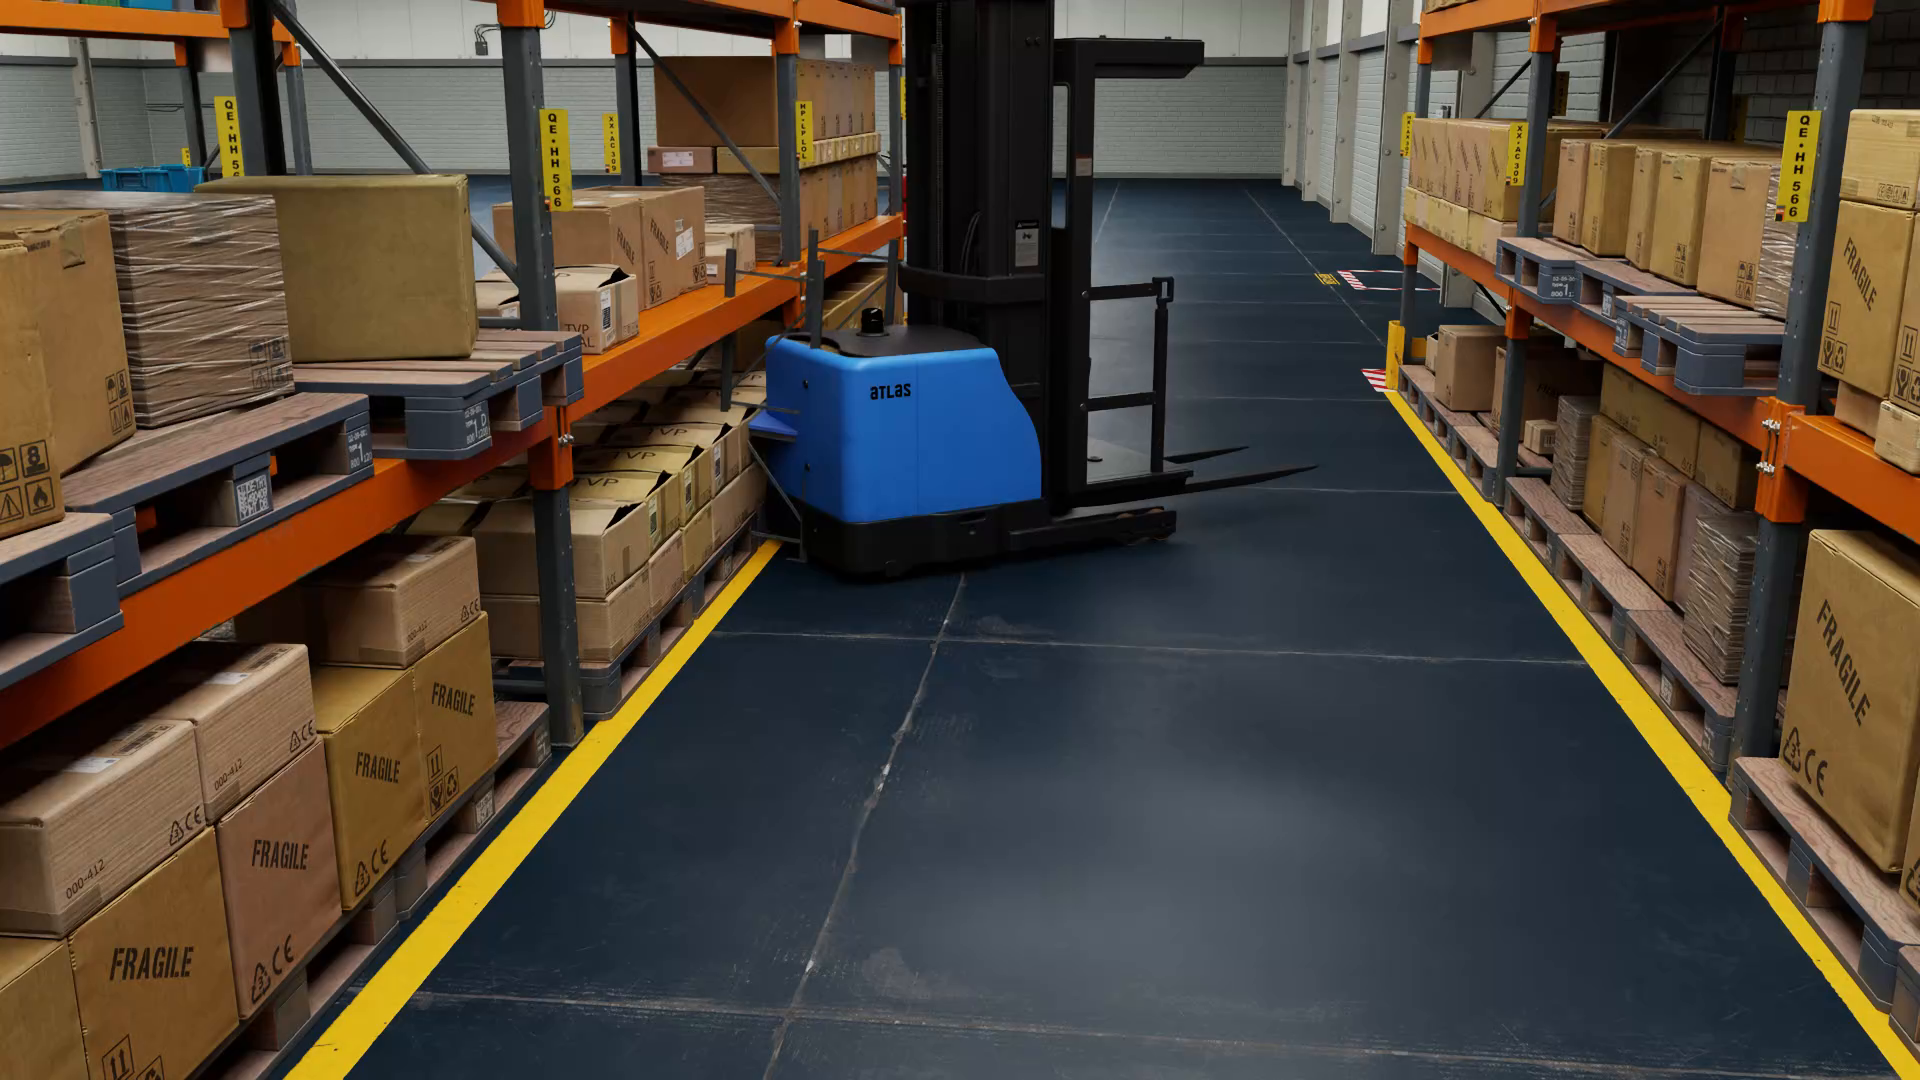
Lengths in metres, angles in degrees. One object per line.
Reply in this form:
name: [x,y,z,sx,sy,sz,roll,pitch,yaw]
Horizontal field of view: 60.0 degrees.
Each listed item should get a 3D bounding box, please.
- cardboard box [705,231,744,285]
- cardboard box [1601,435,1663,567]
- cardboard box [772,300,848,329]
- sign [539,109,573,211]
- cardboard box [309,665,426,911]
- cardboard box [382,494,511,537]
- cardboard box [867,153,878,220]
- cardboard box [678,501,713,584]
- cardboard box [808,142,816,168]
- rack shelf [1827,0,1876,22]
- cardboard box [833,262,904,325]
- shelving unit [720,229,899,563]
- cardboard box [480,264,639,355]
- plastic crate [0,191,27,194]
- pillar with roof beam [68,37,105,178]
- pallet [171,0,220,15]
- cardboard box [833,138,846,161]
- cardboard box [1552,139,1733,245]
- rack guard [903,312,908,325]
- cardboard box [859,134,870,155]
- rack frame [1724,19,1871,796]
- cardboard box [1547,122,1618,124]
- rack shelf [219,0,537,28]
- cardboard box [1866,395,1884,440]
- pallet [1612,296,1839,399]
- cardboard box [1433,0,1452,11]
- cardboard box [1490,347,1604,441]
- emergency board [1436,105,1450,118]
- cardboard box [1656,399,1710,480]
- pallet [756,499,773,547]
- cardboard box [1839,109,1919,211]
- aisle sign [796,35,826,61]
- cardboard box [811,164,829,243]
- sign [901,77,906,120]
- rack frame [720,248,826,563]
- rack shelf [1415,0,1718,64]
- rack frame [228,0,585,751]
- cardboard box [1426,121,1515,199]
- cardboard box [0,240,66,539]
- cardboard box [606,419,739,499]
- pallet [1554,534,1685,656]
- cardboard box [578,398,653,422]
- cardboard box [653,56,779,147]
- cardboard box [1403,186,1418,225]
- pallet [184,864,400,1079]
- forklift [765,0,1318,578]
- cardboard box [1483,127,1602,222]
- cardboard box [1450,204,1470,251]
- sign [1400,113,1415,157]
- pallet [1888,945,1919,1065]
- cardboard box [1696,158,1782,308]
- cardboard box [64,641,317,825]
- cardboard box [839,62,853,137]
cardboard box: [-1.327,-1.471,8.614,0.396,0.266,0.258,1,15,5]
cardboard box: [3.339,-0.172,7.498,0.700,0.500,0.500,2,15,7]
cardboard box: [-0.998,-1.248,10.557,0.500,0.500,0.500,2,15,6]
sign: [-1.322,-1.239,5.432,0.100,0.325,0.005,2,15,6]
cardboard box: [-1.793,0.646,4.473,0.500,0.500,0.500,1,15,4]
cardboard box: [-2.047,-0.021,6.383,0.500,0.311,0.500,2,15,8]
cardboard box: [-1.025,-2.734,12.837,0.700,0.500,0.500,2,15,6]
cardboard box: [-1.402,0.000,7.379,0.500,0.250,0.500,1,15,5]
cardboard box: [-1.104,-2.395,10.338,0.380,0.149,0.250,2,15,6]
rack shelf: [2.835,-1.169,2.871,1.077,0.370,4.000,2,15,6]
cardboard box: [-0.724,-1.896,12.955,0.500,0.500,0.500,2,15,6]
shelving unit: [-0.777,-0.772,8.564,0.538,1.500,1.048,10,18,16]
cardboard box: [-1.568,-0.915,6.471,0.500,0.311,0.500,2,15,6]
plastic crate: [-6.146,-2.018,10.499,0.767,0.338,0.504,2,15,6]
pillar with roof beam: [-18.892,-13.933,42.949,9.100,9.000,0.400,2,15,6]
pallet: [-6.071,-4.099,12.689,1.003,0.211,1.213,2,15,6]
cardboard box: [-0.986,-2.661,11.323,0.380,0.149,0.250,1,15,5]
cardboard box: [3.421,-1.754,8.368,0.700,0.500,0.500,2,15,6]
rack guard: [-0.956,-1.606,13.645,1.175,0.500,0.348,2,15,6]
cardboard box: [-0.870,-2.929,12.315,0.380,0.149,0.250,1,15,5]
rack frame: [3.061,-0.587,5.087,1.000,3.000,0.127,2,15,6]
cardboard box: [3.944,-2.438,10.743,0.500,0.500,0.500,2,15,7]
rack shelf: [-2.088,-1.314,3.407,1.077,0.370,4.000,2,15,6]
cardboard box: [2.756,-0.332,4.586,0.380,0.149,0.250,2,15,7]
pallet: [3.035,-0.682,5.807,1.213,0.211,1.003,2,15,6]
cardboard box: [3.581,-3.950,11.548,0.500,0.500,0.500,3,15,10]
cardboard box: [3.589,-0.901,10.192,0.500,0.500,0.500,1,15,2]
emergency board: [5.738,-4.651,20.116,0.194,1.169,0.643,2,15,6]
cardboard box: [3.270,-0.423,6.988,0.500,0.250,0.500,2,15,6]
pallet: [-1.455,-0.231,9.112,1.003,0.211,1.213,2,15,6]
cardboard box: [2.750,-1.033,4.499,0.500,0.250,0.500,2,15,8]
aisle sign: [-1.256,-4.088,13.053,0.394,0.787,0.004,2,15,6]
cardboard box: [-1.253,-2.200,10.860,0.700,0.500,0.500,2,15,7]
sign: [-0.422,-3.461,13.042,0.100,0.325,0.005,2,15,6]
rack frame: [-0.933,-0.639,8.099,0.500,1.500,0.032,10,18,16]
rack shelf: [3.738,-3.244,10.544,1.077,0.370,4.000,2,15,6]
rack frame: [-1.862,-0.732,5.623,1.000,3.000,0.127,2,15,6]
cardboard box: [3.481,-2.585,11.286,0.500,0.500,0.500,1,15,4]
cardboard box: [-2.023,-0.242,2.815,0.700,0.500,0.500,4,16,15]
cardboard box: [-1.343,-0.407,7.811,0.500,0.311,0.500,2,15,6]
pallet: [3.290,0.241,7.367,1.003,0.211,1.213,2,15,6]
cardboard box: [-1.824,-0.552,8.345,0.500,0.311,0.500,1,15,4]
cardboard box: [-1.367,-2.559,9.703,0.700,0.500,0.500,2,15,7]
cardboard box: [3.593,-2.482,12.344,0.500,0.250,0.500,1,15,5]
pallet: [-2.124,1.122,4.108,1.003,0.211,1.213,2,15,6]
forklift: [0.540,-1.496,8.579,3.031,2.935,1.130,-9,17,-29]
cardboard box: [3.258,-2.056,9.330,0.500,0.500,0.500,2,15,6]
cardboard box: [3.370,-1.953,10.389,0.500,0.250,0.500,2,15,6]
sign: [3.424,-3.096,12.706,0.100,0.325,0.005,2,15,6]
pallet: [2.757,1.277,3.536,1.003,0.211,1.213,2,15,6]
cardboard box: [3.140,-1.116,6.007,0.700,0.500,0.500,0,15,1]
cardboard box: [-1.848,0.430,3.835,0.500,0.250,0.500,1,15,5]
cardboard box: [-1.141,-3.080,11.628,0.700,0.500,0.500,2,15,6]
